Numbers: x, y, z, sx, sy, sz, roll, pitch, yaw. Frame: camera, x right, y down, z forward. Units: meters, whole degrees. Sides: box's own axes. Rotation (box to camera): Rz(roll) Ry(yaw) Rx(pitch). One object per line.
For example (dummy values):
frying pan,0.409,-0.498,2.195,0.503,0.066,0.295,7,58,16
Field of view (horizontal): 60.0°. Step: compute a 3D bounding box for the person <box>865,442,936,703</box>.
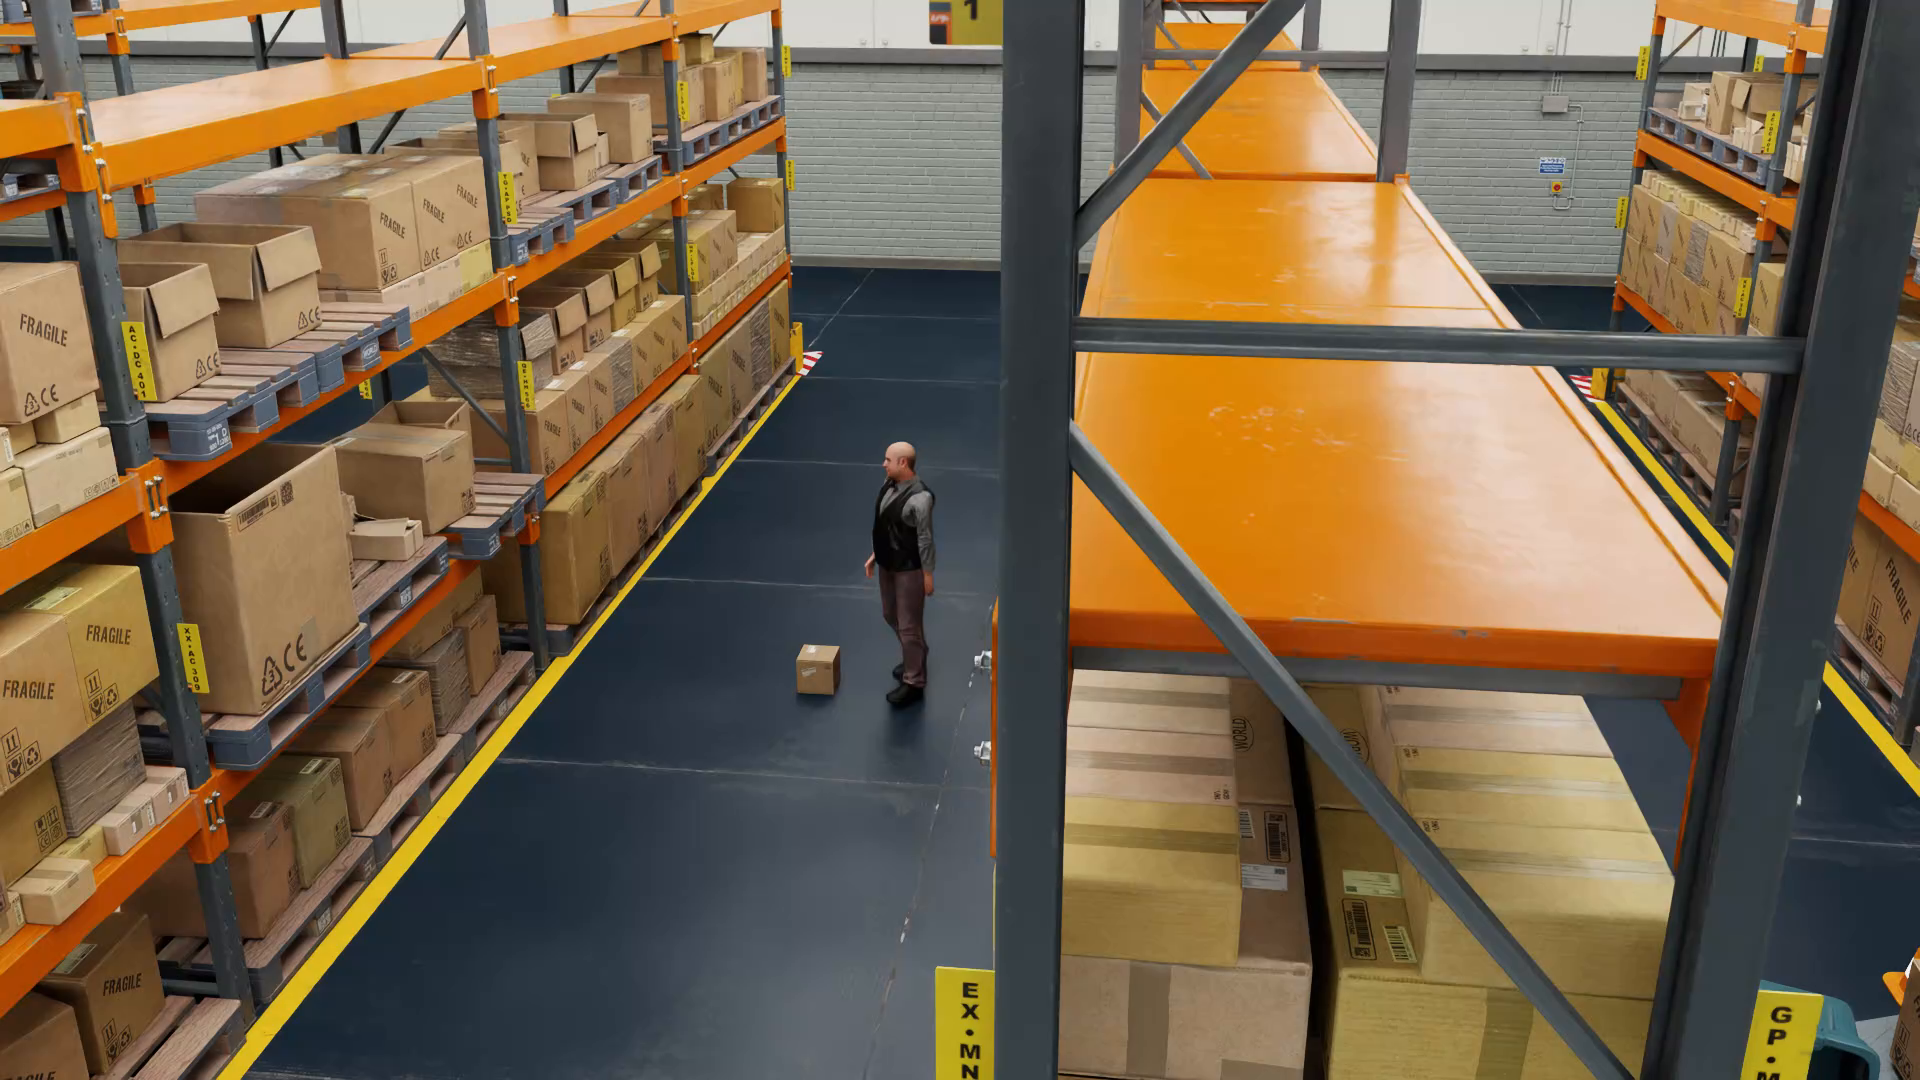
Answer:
person,-0.363,0.181,11.011,0.532,1.721,0.537,-12,24,-28
